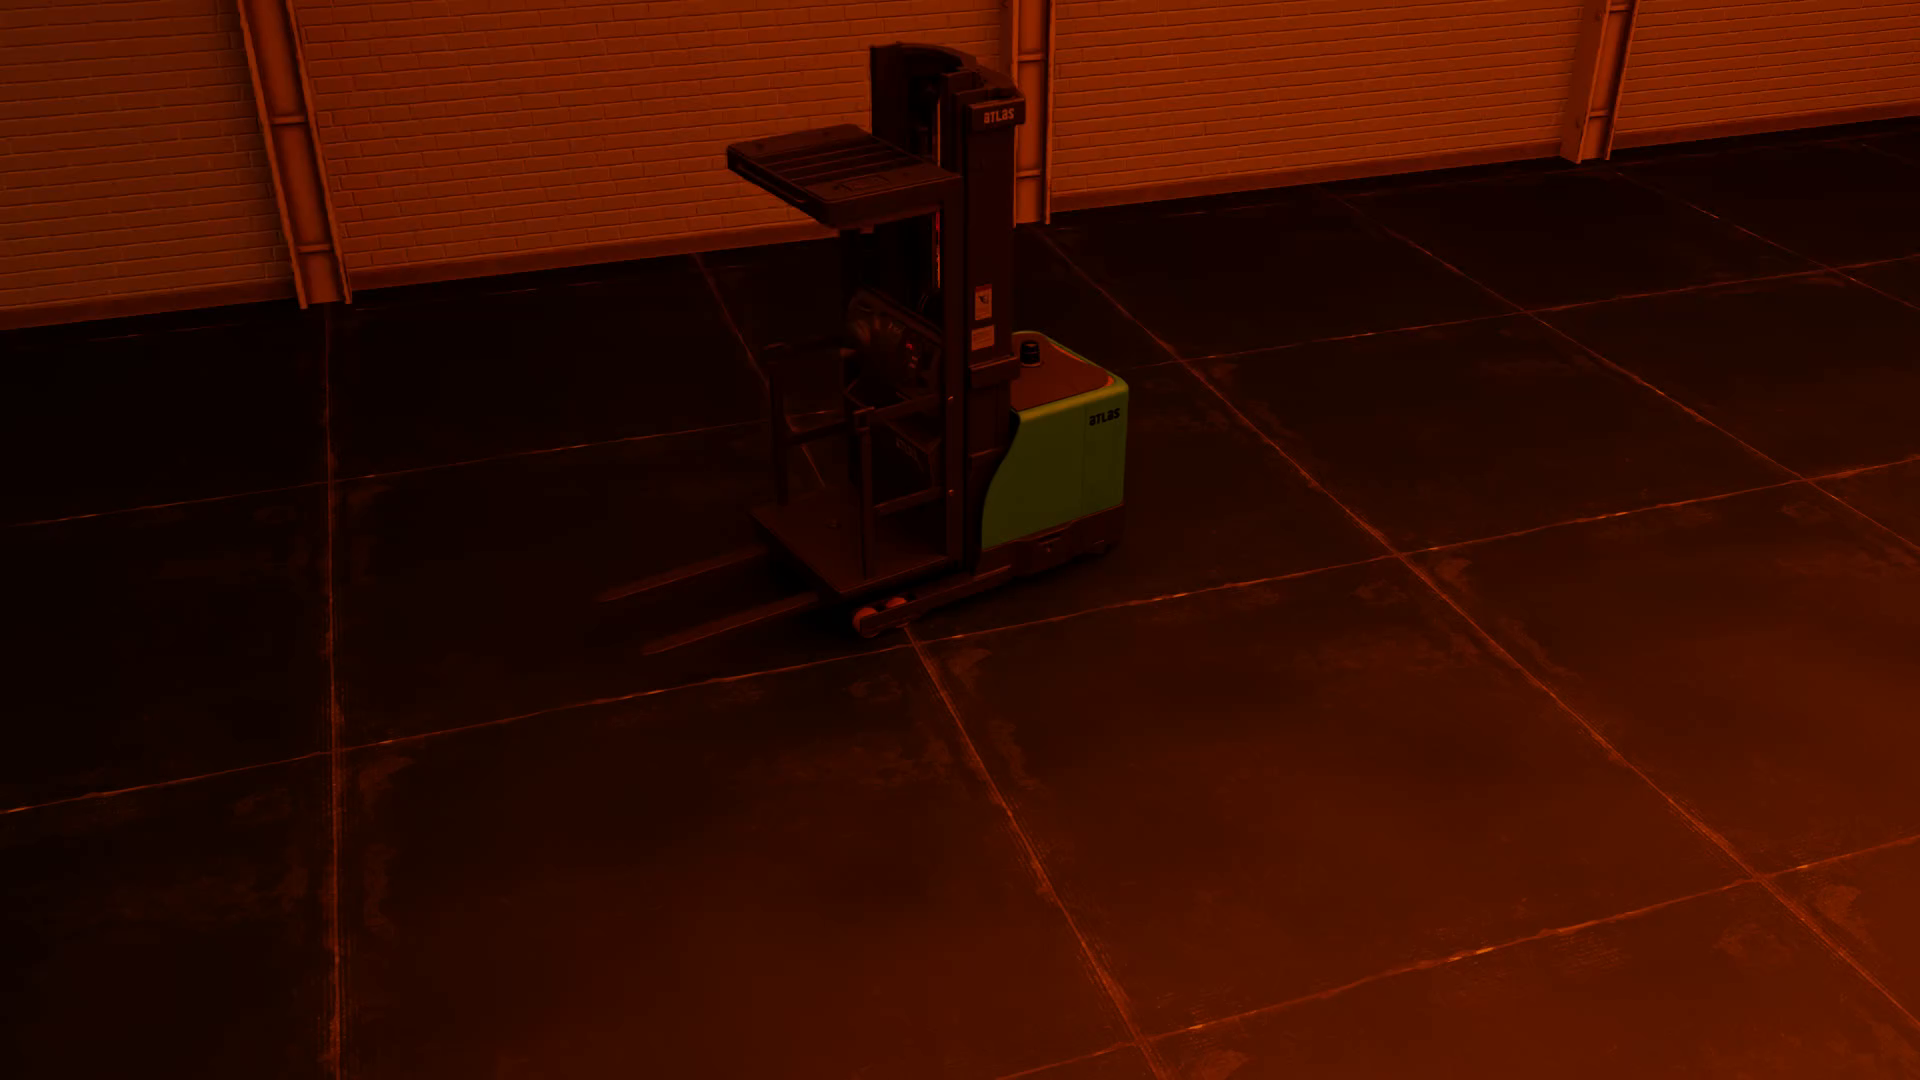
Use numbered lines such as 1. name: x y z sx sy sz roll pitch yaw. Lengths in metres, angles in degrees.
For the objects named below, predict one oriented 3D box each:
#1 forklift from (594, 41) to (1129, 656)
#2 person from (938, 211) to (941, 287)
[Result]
1. forklift: -0.537 -1.035 8.885 3.031 2.935 1.130 -18 34 -28
2. person: -0.053 -1.393 10.870 1.018 1.586 1.129 -3 30 -4
